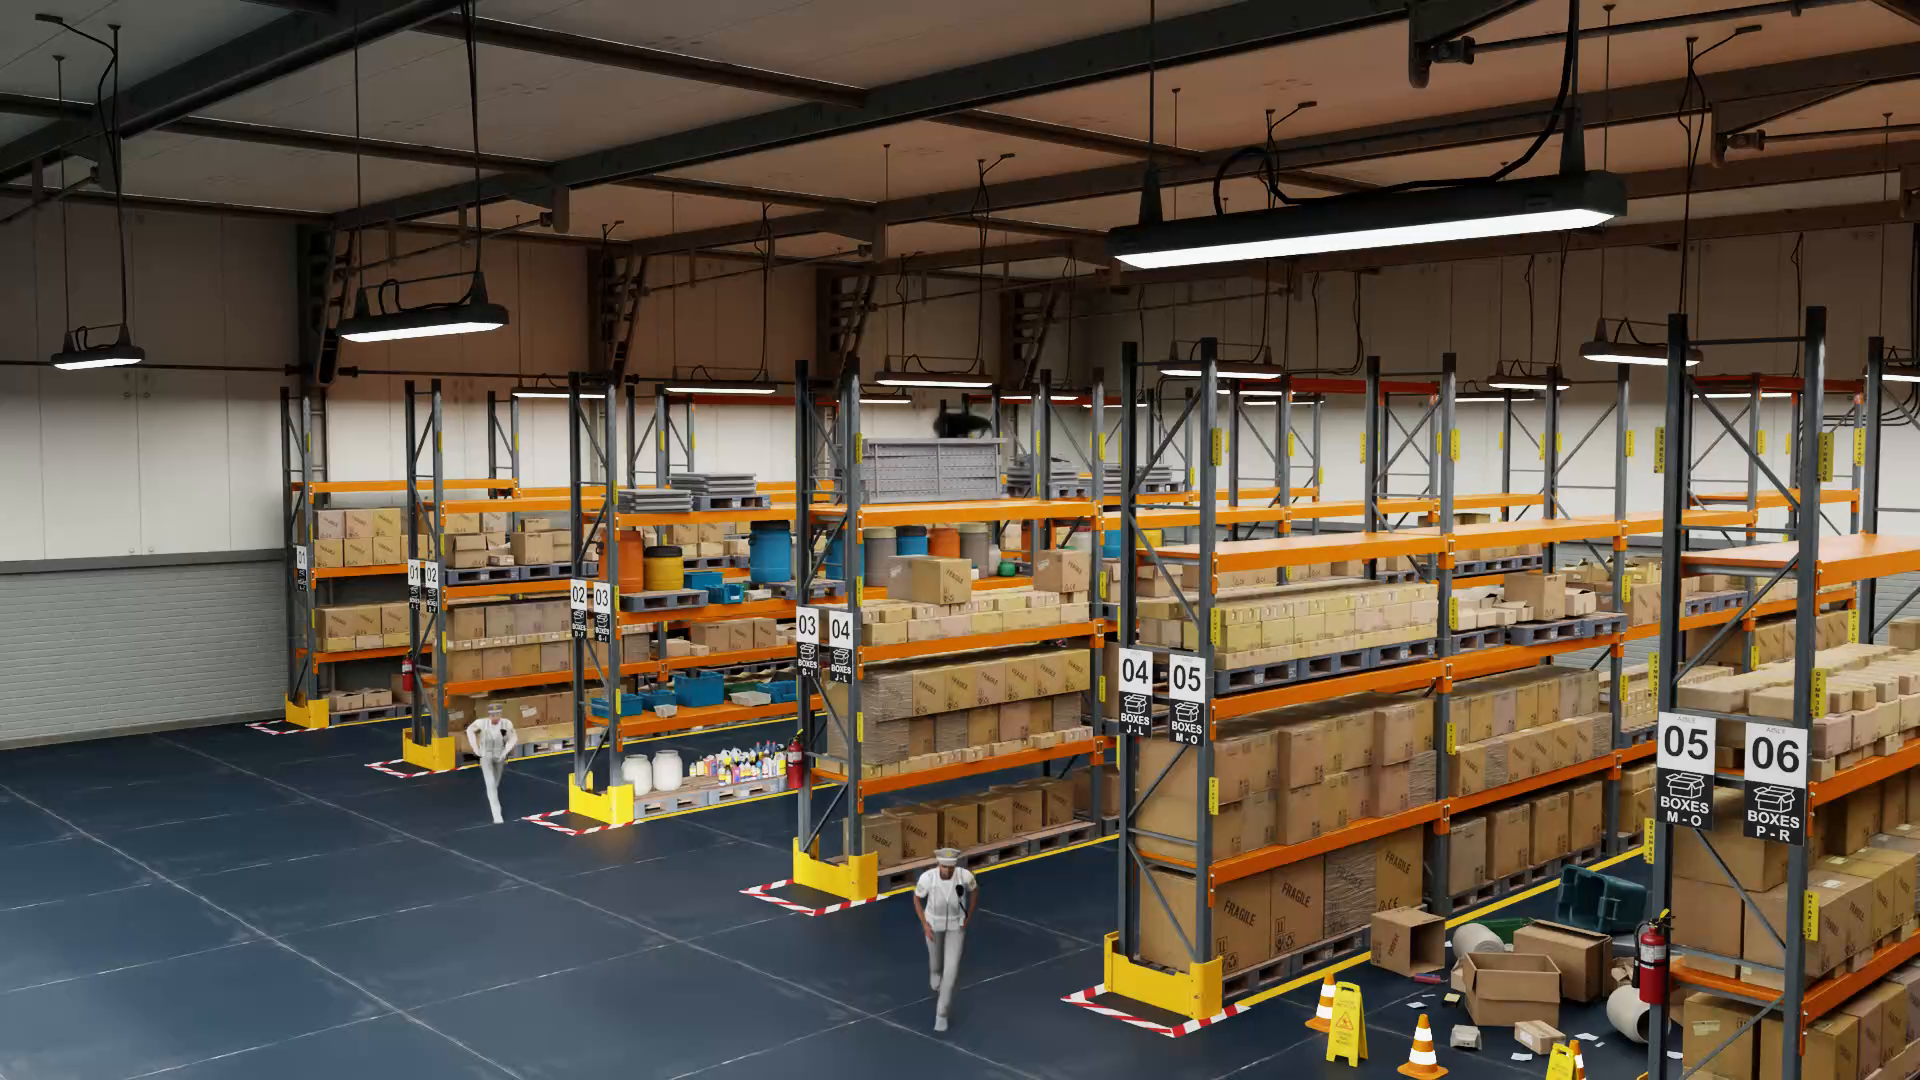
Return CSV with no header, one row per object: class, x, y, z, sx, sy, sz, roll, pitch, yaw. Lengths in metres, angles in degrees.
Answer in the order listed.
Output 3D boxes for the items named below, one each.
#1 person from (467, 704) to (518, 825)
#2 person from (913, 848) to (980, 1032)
person,-6.303,2.960,22.404,0.654,1.628,0.979,-1,4,-19
person,-0.133,3.446,14.751,0.587,1.630,0.925,-1,4,-9
